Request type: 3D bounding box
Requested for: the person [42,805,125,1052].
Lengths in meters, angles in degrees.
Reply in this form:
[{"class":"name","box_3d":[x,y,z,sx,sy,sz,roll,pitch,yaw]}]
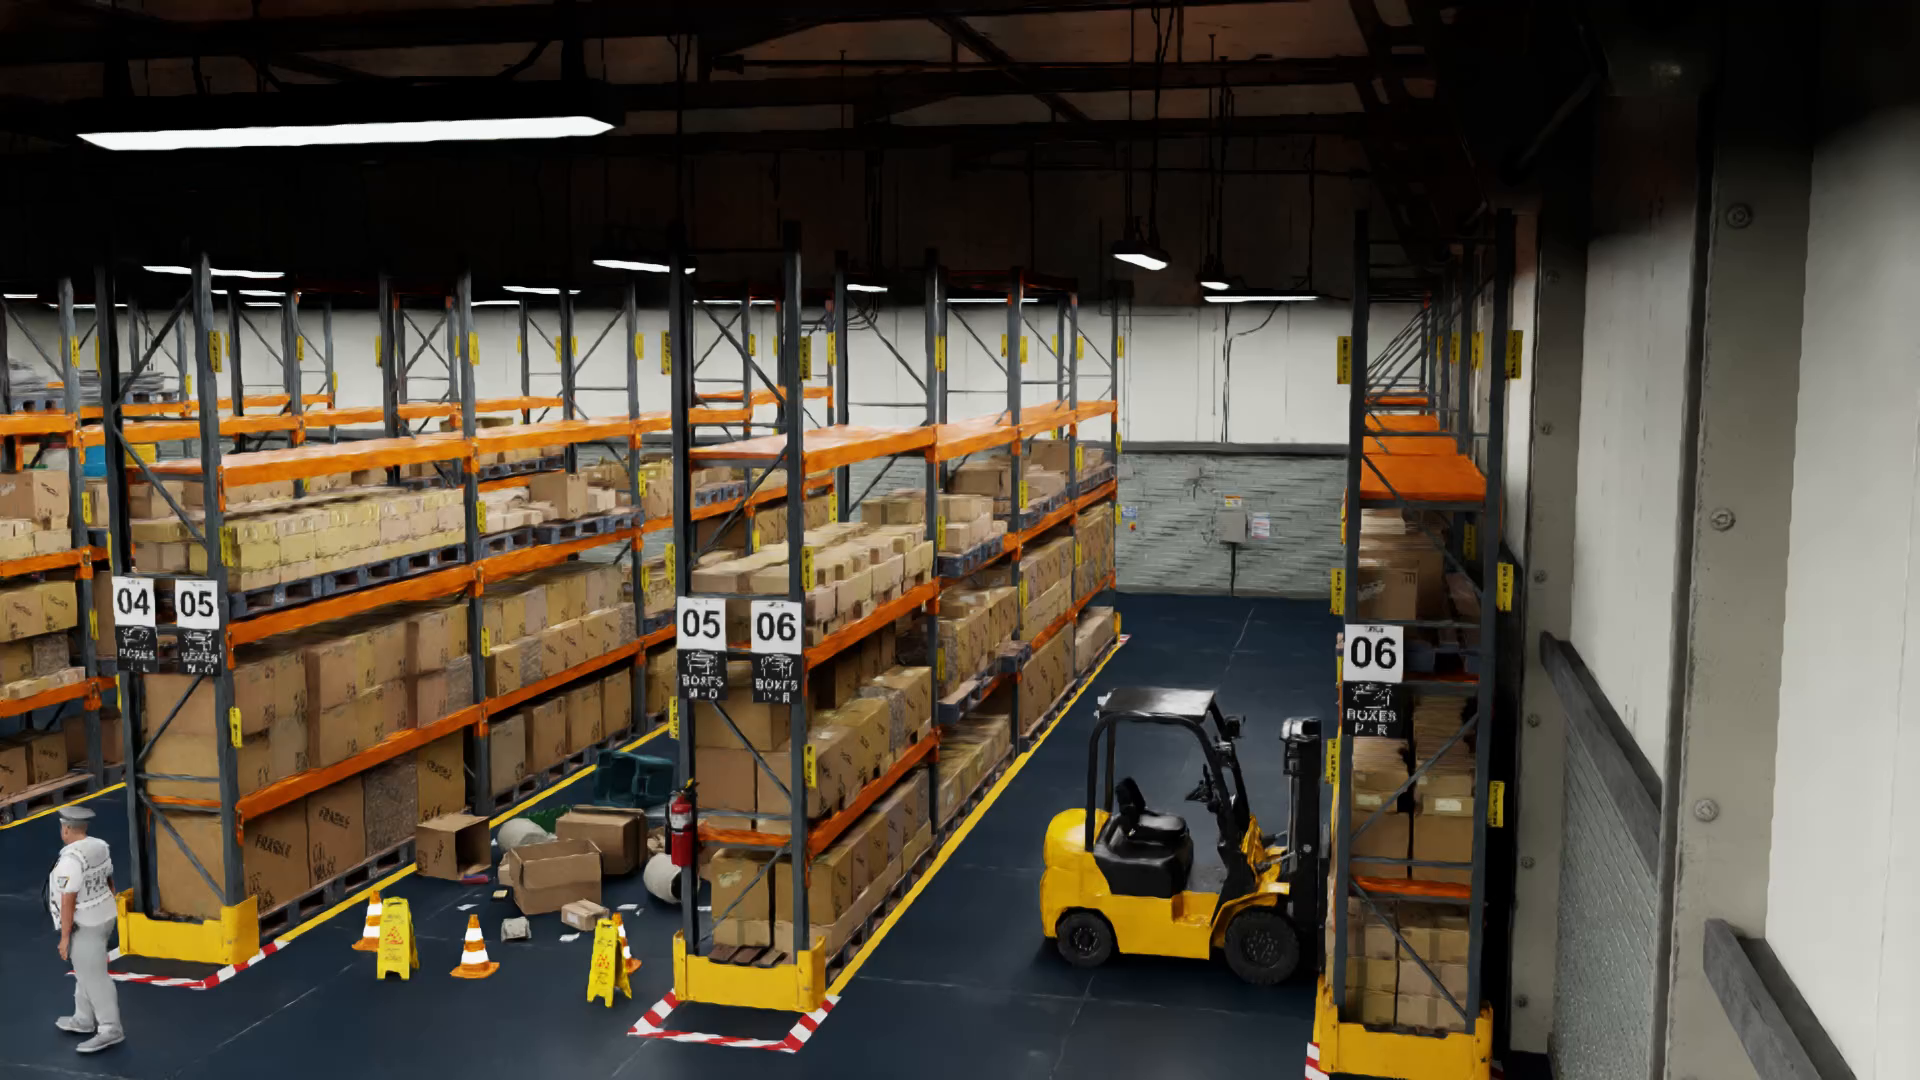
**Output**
[{"class":"person","box_3d":[-6.458,2.814,12.213,0.632,1.742,0.675,0,7,-3]}]
